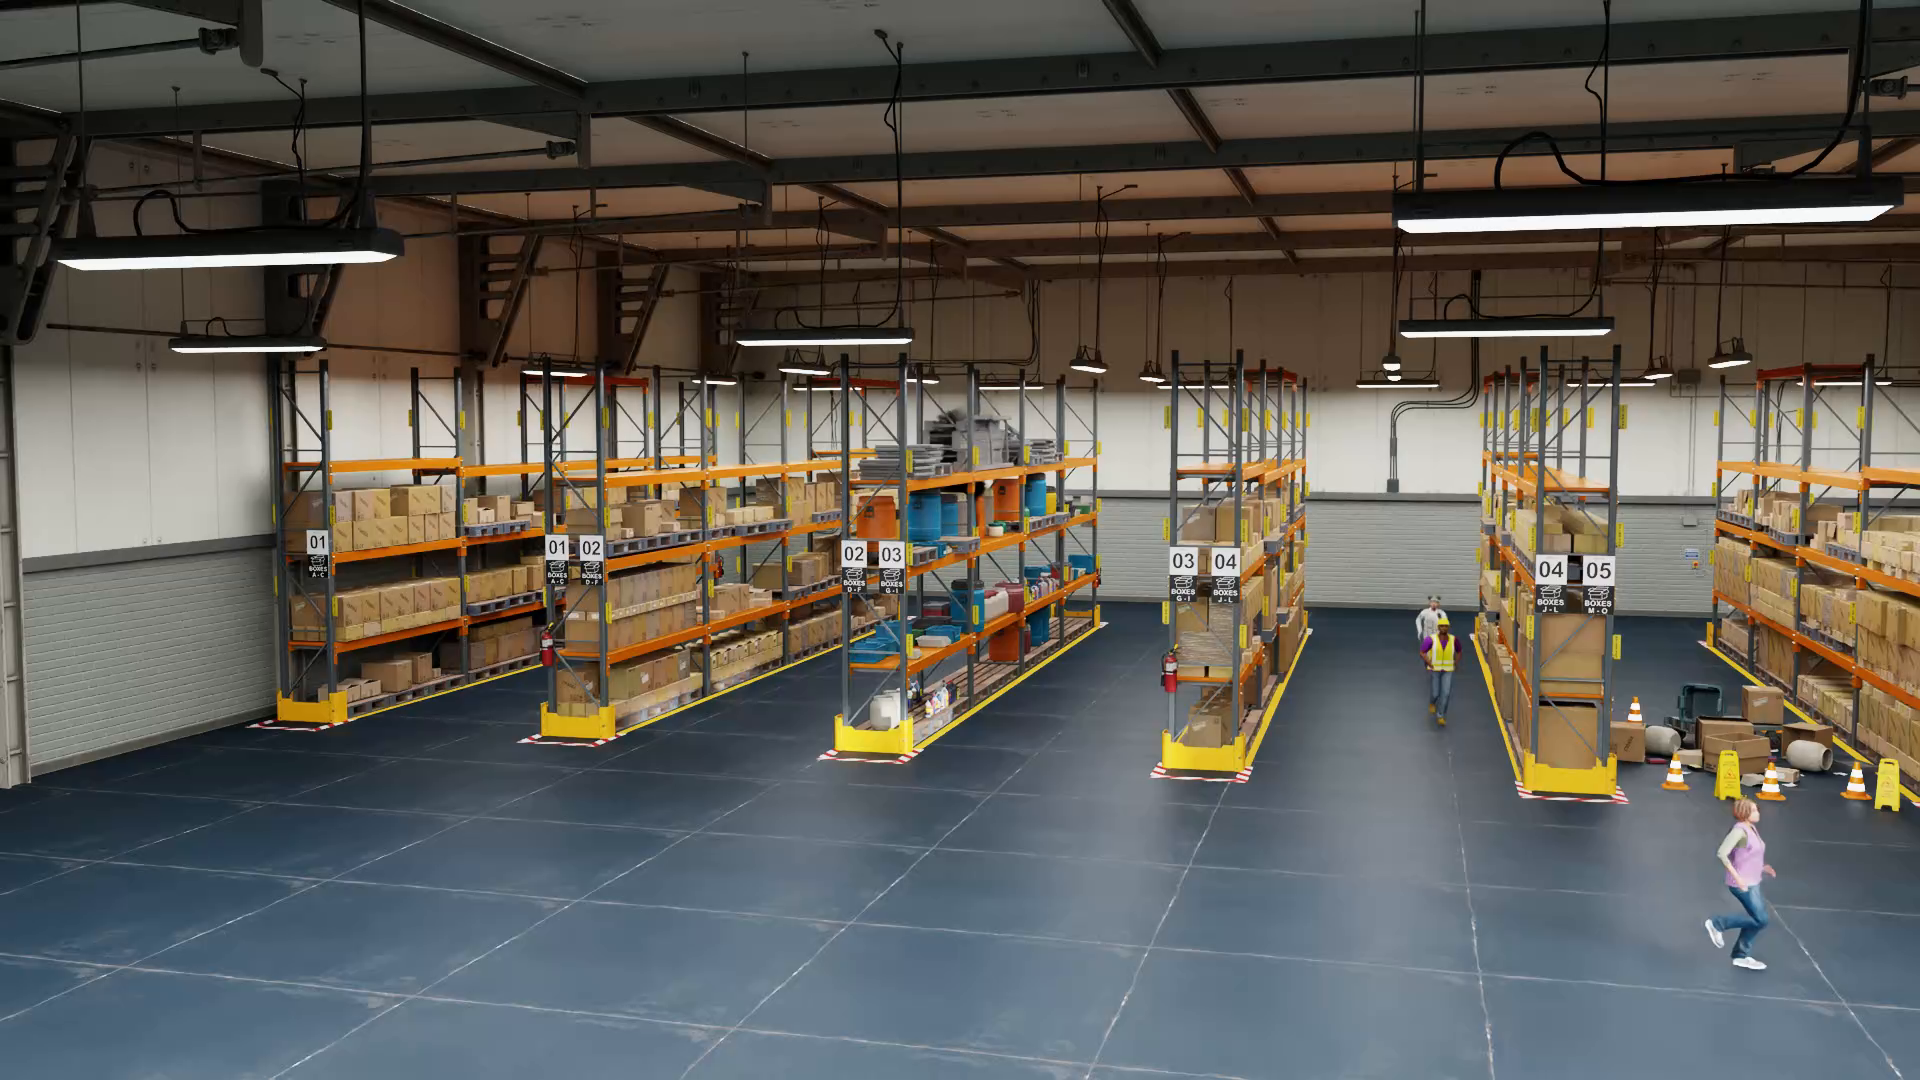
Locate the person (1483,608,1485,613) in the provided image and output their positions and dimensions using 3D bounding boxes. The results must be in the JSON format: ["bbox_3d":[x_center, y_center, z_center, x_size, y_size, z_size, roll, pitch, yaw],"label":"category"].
[{"bbox_3d":[12.739,1.359,39.203,0.784,1.769,0.808,2,5,26],"label":"person"}]

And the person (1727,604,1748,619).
[{"bbox_3d":[17.775,1.373,38.008,0.757,1.728,1.025,-2,5,-29],"label":"person"}]

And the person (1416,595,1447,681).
[{"bbox_3d":[9.021,1.871,31.762,0.586,1.666,0.632,1,4,12],"label":"person"}]

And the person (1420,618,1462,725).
[{"bbox_3d":[7.964,2.154,27.503,0.697,1.741,0.768,0,4,6],"label":"person"}]

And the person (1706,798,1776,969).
[{"bbox_3d":[7.160,3.134,15.234,0.556,1.546,0.549,3,5,40],"label":"person"}]
